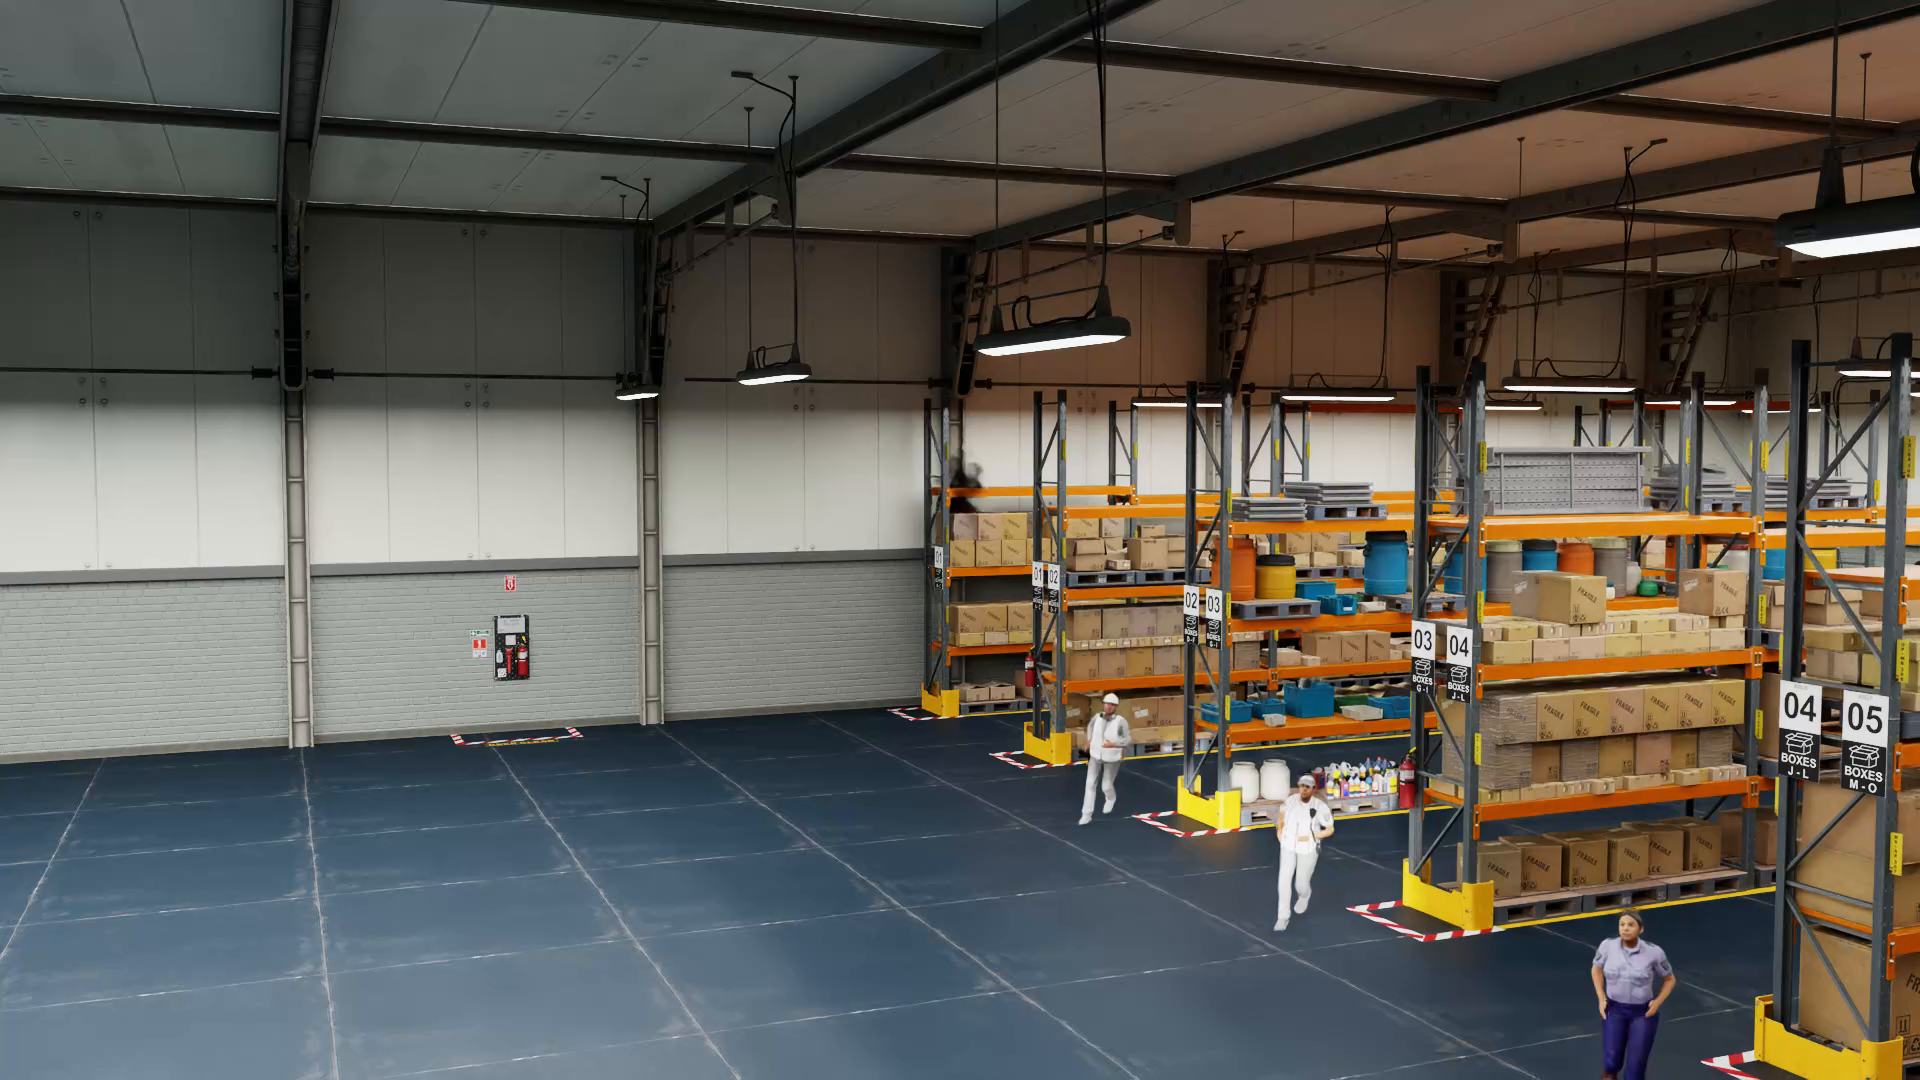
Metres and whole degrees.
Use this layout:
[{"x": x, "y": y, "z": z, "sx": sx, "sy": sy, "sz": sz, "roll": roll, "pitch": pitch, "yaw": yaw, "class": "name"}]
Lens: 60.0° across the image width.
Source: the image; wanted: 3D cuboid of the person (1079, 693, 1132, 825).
[{"x": 2.021, "y": 2.899, "z": 22.584, "sx": 0.689, "sy": 1.670, "sz": 0.789, "roll": 1, "pitch": 4, "yaw": 24, "class": "person"}]

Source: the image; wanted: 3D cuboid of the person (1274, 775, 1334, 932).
[{"x": 3.685, "y": 3.321, "z": 17.799, "sx": 0.648, "sy": 1.654, "sz": 0.813, "roll": 2, "pitch": 4, "yaw": 30, "class": "person"}]

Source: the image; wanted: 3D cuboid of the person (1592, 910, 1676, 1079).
[{"x": 5.140, "y": 3.627, "z": 12.715, "sx": 0.603, "sy": 1.614, "sz": 0.604, "roll": 2, "pitch": 4, "yaw": 28, "class": "person"}]

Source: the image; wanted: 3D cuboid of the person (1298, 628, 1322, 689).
[{"x": 6.705, "y": 2.407, "z": 31.610, "sx": 0.963, "sy": 1.768, "sz": 0.667, "roll": -2, "pitch": 4, "yaw": -28, "class": "person"}]
